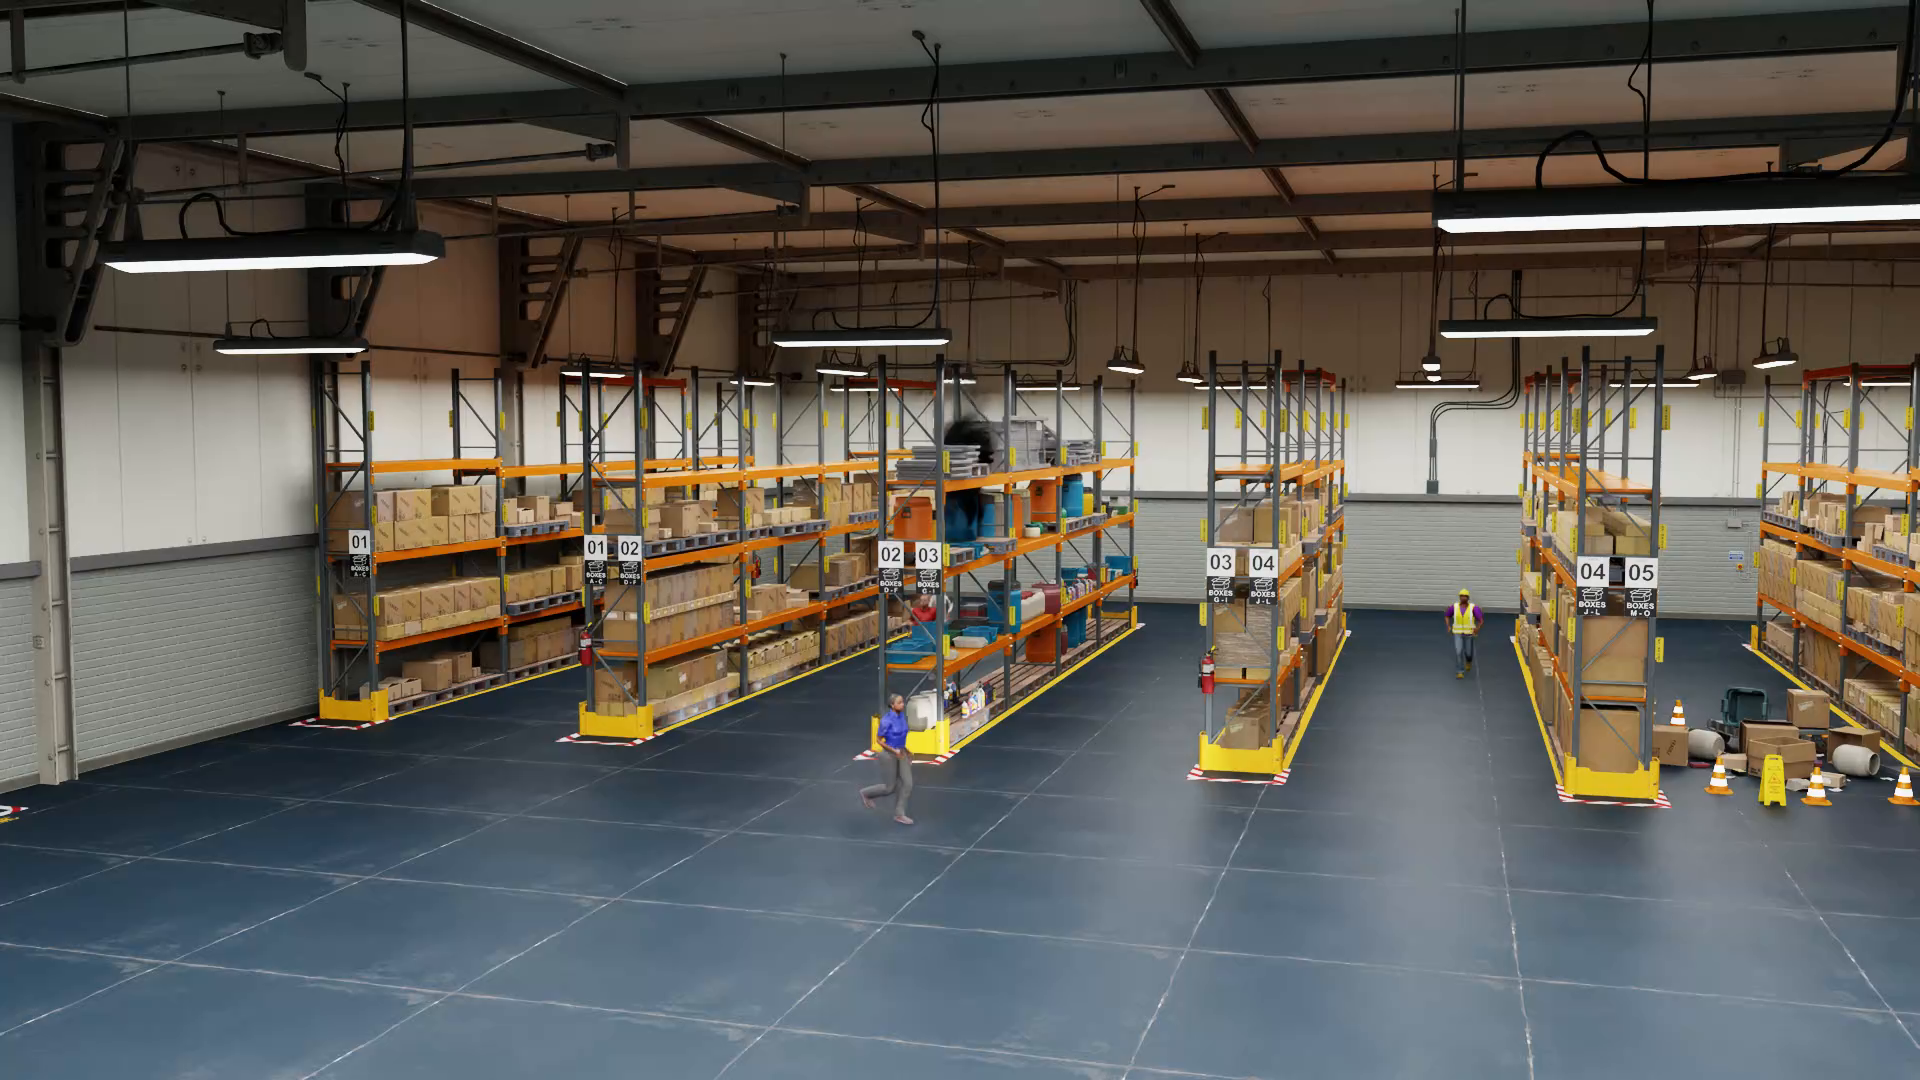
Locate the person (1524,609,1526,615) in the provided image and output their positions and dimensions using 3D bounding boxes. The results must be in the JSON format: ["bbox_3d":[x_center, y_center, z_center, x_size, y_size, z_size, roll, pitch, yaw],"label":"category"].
[{"bbox_3d":[13.463,1.444,38.894,0.569,1.571,0.772,1,4,16],"label":"person"}]

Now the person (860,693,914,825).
[{"bbox_3d":[-0.880,2.714,20.805,0.768,1.624,0.565,3,5,37],"label":"person"}]

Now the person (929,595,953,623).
[{"bbox_3d":[-0.422,1.725,35.068,0.537,1.584,0.732,0,4,3],"label":"person"}]

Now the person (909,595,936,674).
[{"bbox_3d":[-0.683,1.830,31.896,0.664,1.569,0.726,1,4,9],"label":"person"}]

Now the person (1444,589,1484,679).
[{"bbox_3d":[9.817,1.820,32.422,0.739,1.734,0.795,2,4,21],"label":"person"}]
